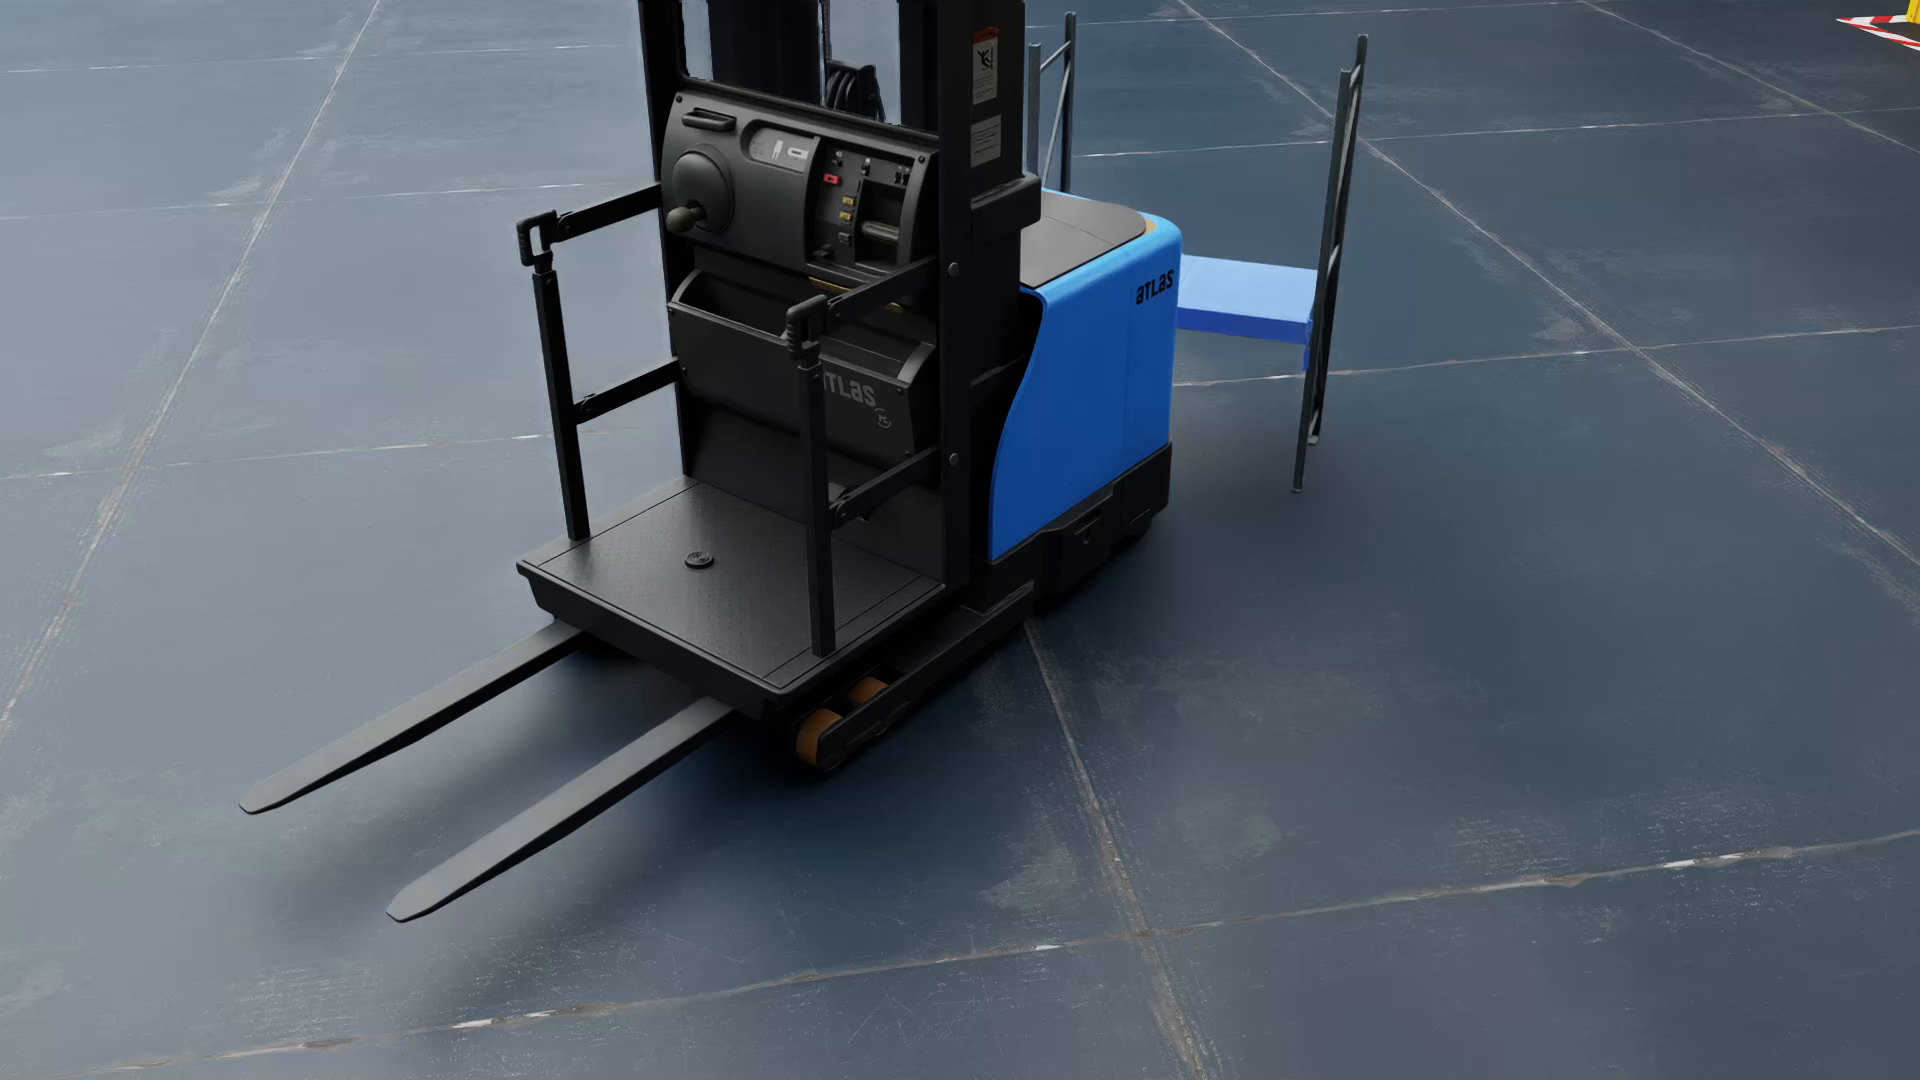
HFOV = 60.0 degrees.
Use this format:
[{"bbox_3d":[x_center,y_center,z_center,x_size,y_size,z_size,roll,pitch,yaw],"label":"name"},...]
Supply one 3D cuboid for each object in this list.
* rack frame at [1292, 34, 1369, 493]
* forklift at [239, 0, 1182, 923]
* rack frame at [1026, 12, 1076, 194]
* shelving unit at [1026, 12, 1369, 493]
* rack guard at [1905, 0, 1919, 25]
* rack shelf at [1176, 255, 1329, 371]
[{"bbox_3d":[1.284,-0.938,5.782,0.032,1.500,0.500,10,32,16],"label":"rack frame"},{"bbox_3d":[-0.587,-0.914,4.328,1.130,2.935,3.031,22,37,32],"label":"forklift"},{"bbox_3d":[0.319,-1.101,6.058,0.032,1.500,0.500,10,32,16],"label":"rack frame"},{"bbox_3d":[0.802,-1.020,5.920,1.048,1.500,0.538,10,32,16],"label":"shelving unit"},{"bbox_3d":[7.144,-3.745,11.541,0.348,0.500,1.175,-5,31,-9],"label":"rack guard"},{"bbox_3d":[0.802,-0.864,6.012,1.000,0.185,0.538,10,32,16],"label":"rack shelf"}]
